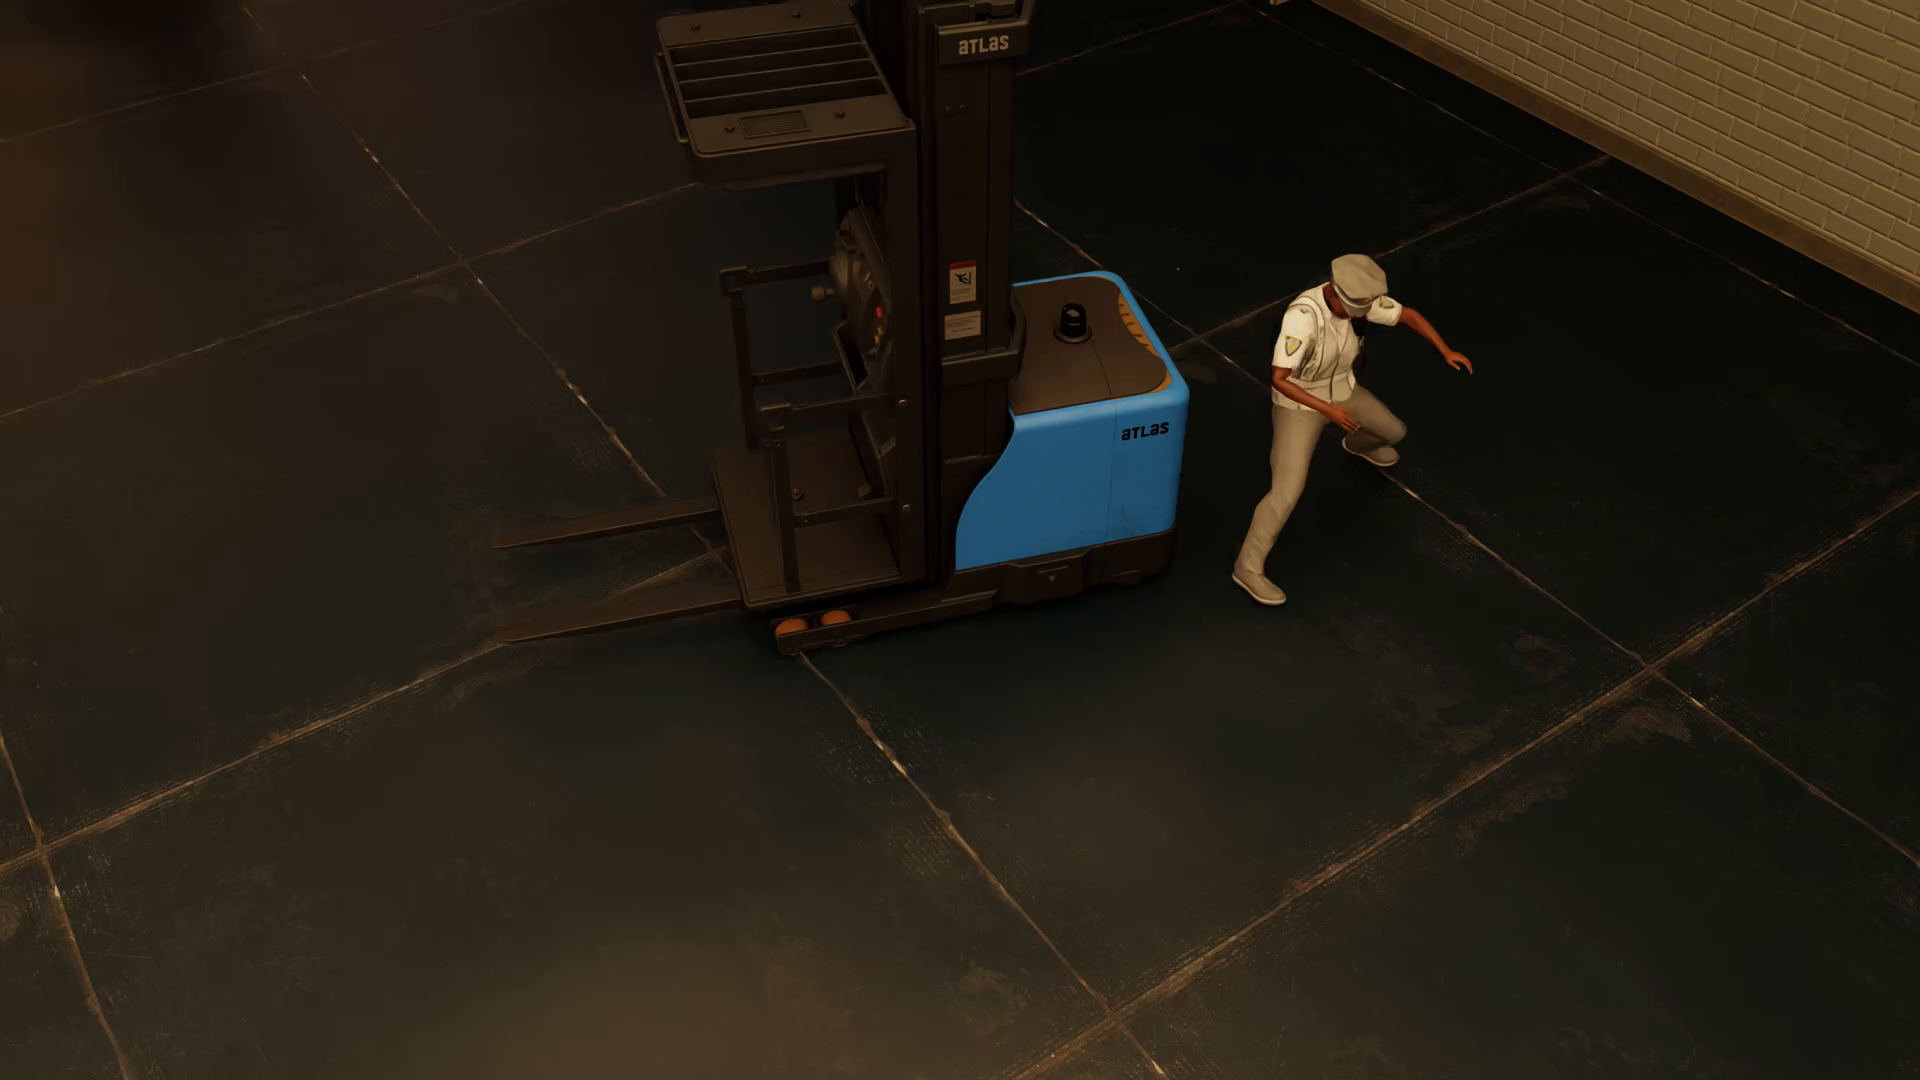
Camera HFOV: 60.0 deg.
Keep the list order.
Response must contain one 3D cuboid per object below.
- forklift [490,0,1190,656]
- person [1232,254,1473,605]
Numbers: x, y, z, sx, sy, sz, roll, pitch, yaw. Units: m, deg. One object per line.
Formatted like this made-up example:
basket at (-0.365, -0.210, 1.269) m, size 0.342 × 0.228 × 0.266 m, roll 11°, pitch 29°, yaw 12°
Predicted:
forklift at (-0.589, -0.970, 6.767) m, size 3.031 × 2.935 × 1.130 m, roll -10°, pitch 44°, yaw -11°
person at (1.733, -0.605, 7.452) m, size 1.225 × 1.441 × 0.715 m, roll -21°, pitch 47°, yaw -21°
